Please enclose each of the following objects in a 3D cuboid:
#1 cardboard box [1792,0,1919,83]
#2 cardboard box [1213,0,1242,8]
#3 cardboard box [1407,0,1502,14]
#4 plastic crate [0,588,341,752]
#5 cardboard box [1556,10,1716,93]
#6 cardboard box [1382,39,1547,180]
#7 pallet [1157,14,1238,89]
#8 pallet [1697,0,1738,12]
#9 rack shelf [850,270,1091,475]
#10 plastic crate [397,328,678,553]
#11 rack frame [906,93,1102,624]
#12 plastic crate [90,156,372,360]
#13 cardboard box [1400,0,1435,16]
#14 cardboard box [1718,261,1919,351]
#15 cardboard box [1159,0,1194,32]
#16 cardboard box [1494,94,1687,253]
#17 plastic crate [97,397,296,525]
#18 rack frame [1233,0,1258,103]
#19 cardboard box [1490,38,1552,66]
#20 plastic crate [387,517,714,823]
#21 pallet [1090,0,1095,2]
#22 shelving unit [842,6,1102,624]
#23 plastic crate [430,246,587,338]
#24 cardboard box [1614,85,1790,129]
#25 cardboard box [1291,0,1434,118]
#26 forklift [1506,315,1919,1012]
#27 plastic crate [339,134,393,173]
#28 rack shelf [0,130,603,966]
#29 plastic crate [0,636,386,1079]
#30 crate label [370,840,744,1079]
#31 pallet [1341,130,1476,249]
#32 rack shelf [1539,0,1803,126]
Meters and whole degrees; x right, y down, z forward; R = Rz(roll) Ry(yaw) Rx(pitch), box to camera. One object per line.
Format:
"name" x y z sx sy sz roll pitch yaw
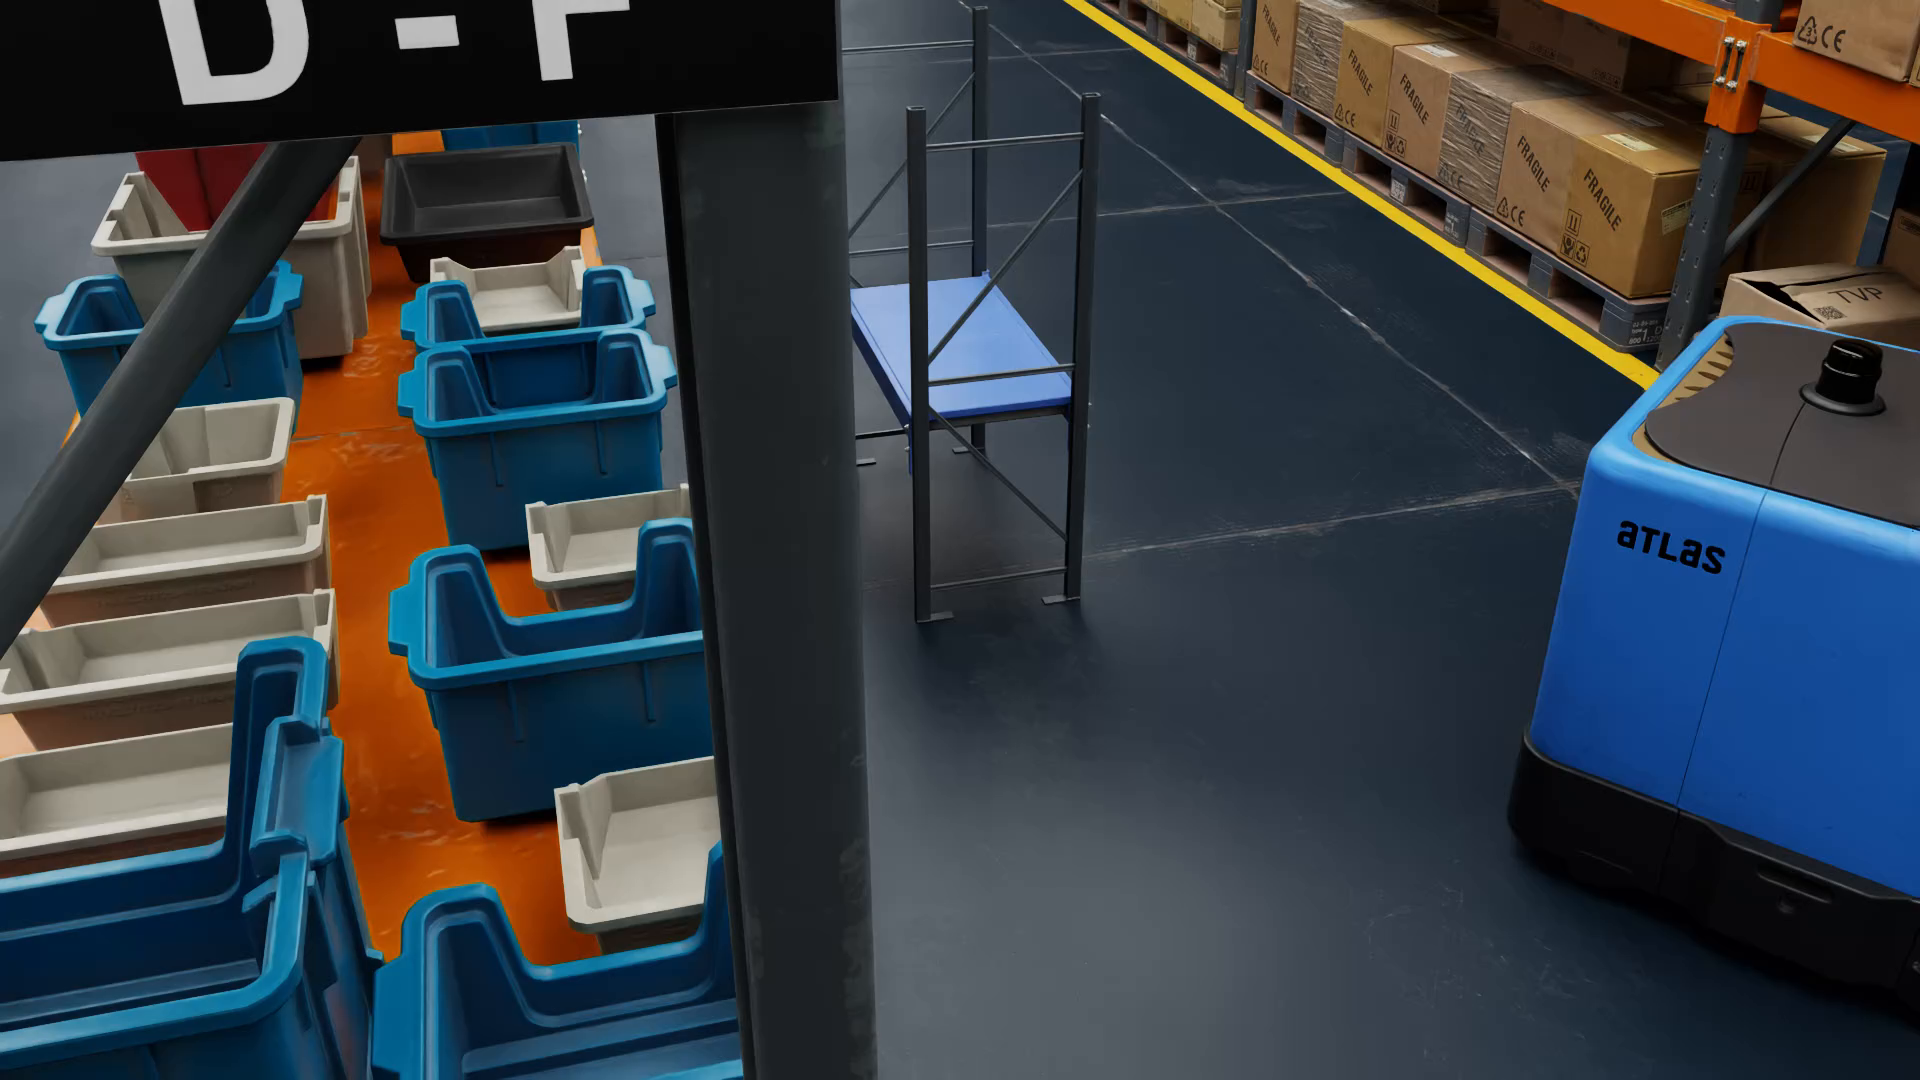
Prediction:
"cardboard box" 3.032 -1.752 5.183 0.500 0.500 0.500 -7 31 -12
"cardboard box" 1.721 -3.378 9.857 0.500 0.311 0.500 -7 31 -12
"cardboard box" 2.591 -2.909 8.589 0.500 0.250 0.500 -7 31 -11
"plastic crate" -1.010 0.174 2.159 0.396 0.136 0.243 -8 31 -13
"cardboard box" 3.000 -2.173 7.318 0.500 0.250 0.500 -8 31 -13
"cardboard box" 2.359 -2.028 7.815 0.500 0.500 0.500 -9 31 -15
"pallet" 1.917 -3.119 10.428 1.003 0.211 1.213 -8 31 -13
"pallet" 3.052 -2.309 6.436 1.003 0.211 1.213 -8 31 -13
"rack shelf" -0.023 -0.535 5.036 0.538 0.185 1.000 -8 31 -13
"plastic crate" -0.653 -0.155 2.631 0.416 0.233 0.300 -8 31 -13
"rack frame" 0.112 -0.445 4.521 0.500 1.500 0.032 -8 31 -13
"plastic crate" -1.390 -0.547 3.260 0.437 0.282 0.530 -8 31 -13
"cardboard box" 2.572 -2.611 8.823 0.500 0.500 0.500 -7 31 -11
"cardboard box" 3.062 -0.787 5.860 0.500 0.311 0.500 -8 31 -13
"cardboard box" 1.582 -3.385 10.430 0.500 0.250 0.500 -8 31 -14
"cardboard box" 2.629 -1.540 6.972 0.500 0.500 0.500 -8 31 -13
"plastic crate" -1.204 -0.098 2.628 0.298 0.136 0.250 -8 31 -13
"rack frame" 2.097 -3.923 9.034 1.000 3.000 0.127 -8 31 -13
"cardboard box" 2.854 -2.109 7.955 0.500 0.500 0.500 -9 31 -15
"plastic crate" -0.479 0.163 2.082 0.416 0.233 0.300 -8 31 -13
"pallet" 1.269 -4.298 12.464 1.003 0.211 1.213 -8 31 -13
"shelving unit" -0.023 -0.690 4.945 0.538 1.500 1.048 -8 31 -13
"plastic crate" -0.865 -0.445 3.228 0.293 0.136 0.466 -8 31 -13
"cardboard box" 3.113 -1.622 7.114 0.500 0.500 0.500 -7 31 -13
"cardboard box" 2.087 -2.522 8.669 0.500 0.500 0.500 -9 31 -15
"forklift" 2.782 -0.276 2.801 3.031 2.935 1.130 21 36 31
"plastic crate" -1.632 -1.003 4.191 0.396 0.136 0.243 -8 31 -13
"rack shelf" -1.087 -0.057 3.073 1.077 0.370 4.000 -8 31 -13
"plastic crate" -0.825 0.419 1.436 0.616 0.435 0.499 -8 31 -13
"crate label" -0.304 0.481 1.532 0.416 0.233 0.303 -8 31 -13
"pallet" 2.579 -1.763 8.085 1.003 0.211 1.213 -8 31 -13
"rack shelf" 2.628 -2.646 7.545 1.077 0.370 4.000 -8 31 -13
